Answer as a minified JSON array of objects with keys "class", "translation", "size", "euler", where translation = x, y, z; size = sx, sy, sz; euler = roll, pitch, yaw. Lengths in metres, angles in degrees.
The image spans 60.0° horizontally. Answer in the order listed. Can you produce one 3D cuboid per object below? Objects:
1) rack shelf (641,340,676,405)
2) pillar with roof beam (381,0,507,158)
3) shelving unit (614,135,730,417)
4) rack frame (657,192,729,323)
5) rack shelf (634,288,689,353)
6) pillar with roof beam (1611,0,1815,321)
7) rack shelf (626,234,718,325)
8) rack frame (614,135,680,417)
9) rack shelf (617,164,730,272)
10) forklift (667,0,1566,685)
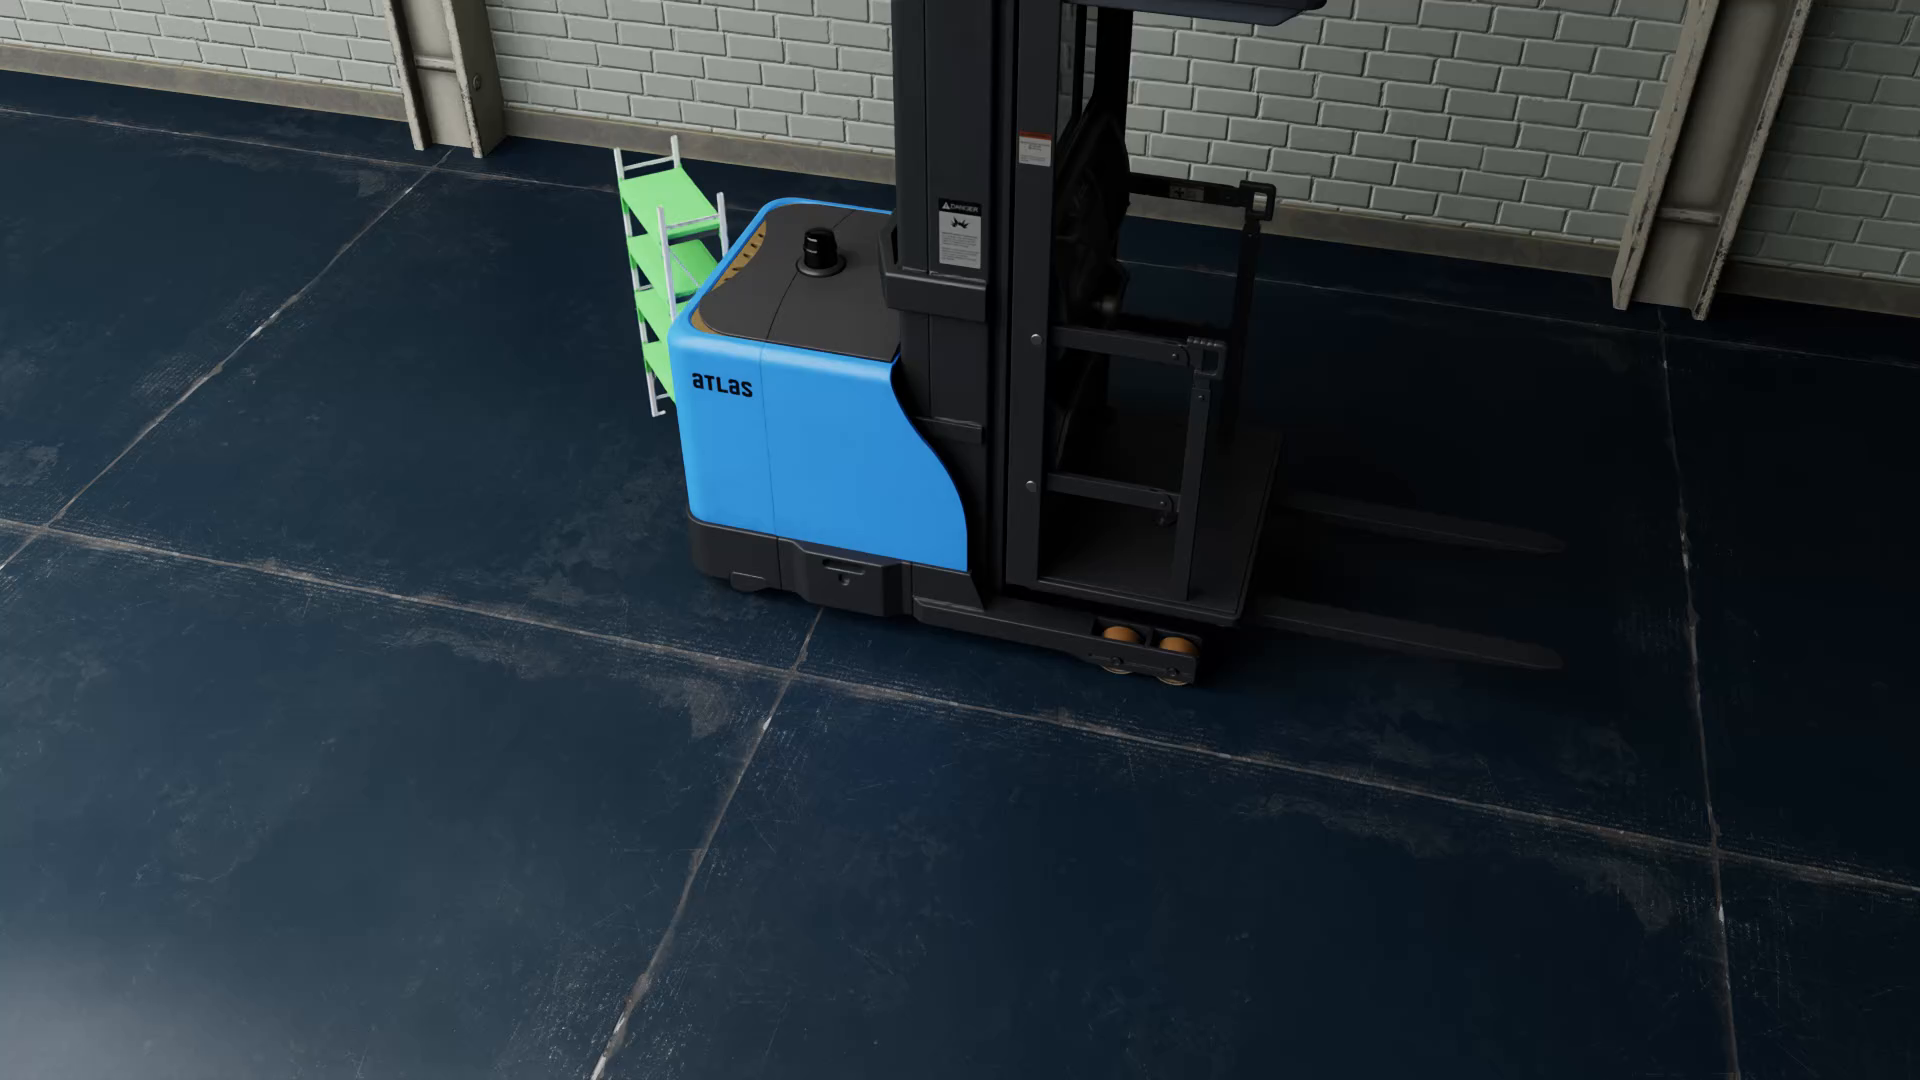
[{"class":"rack shelf","translation":[-1.049,-0.632,6.541],"size":[0.258,0.148,0.480],"euler":[-18,43,-20]},{"class":"pillar with roof beam","translation":[-3.732,-2.875,2.676],"size":[0.400,9.000,9.100],"euler":[10,41,11]},{"class":"shelving unit","translation":[-1.049,-0.864,6.346],"size":[0.258,1.200,0.503],"euler":[-18,43,-20]},{"class":"rack frame","translation":[-0.939,-0.724,6.179],"size":[0.240,1.200,0.015],"euler":[-18,43,-20]},{"class":"rack shelf","translation":[-1.049,-0.815,6.387],"size":[0.258,0.148,0.480],"euler":[-18,43,-20]},{"class":"pillar with roof beam","translation":[2.064,-1.877,1.488],"size":[0.400,9.000,9.100],"euler":[10,41,11]},{"class":"rack shelf","translation":[-1.049,-0.999,6.232],"size":[0.258,0.148,0.480],"euler":[-18,43,-20]},{"class":"rack frame","translation":[-1.158,-1.005,6.512],"size":[0.240,1.200,0.015],"euler":[-18,43,-20]},{"class":"rack shelf","translation":[-1.049,-1.183,6.078],"size":[0.258,0.148,0.480],"euler":[-18,43,-20]},{"class":"forklift","translation":[0.601,-1.011,5.174],"size":[3.031,2.935,1.130],"euler":[11,41,12]}]
